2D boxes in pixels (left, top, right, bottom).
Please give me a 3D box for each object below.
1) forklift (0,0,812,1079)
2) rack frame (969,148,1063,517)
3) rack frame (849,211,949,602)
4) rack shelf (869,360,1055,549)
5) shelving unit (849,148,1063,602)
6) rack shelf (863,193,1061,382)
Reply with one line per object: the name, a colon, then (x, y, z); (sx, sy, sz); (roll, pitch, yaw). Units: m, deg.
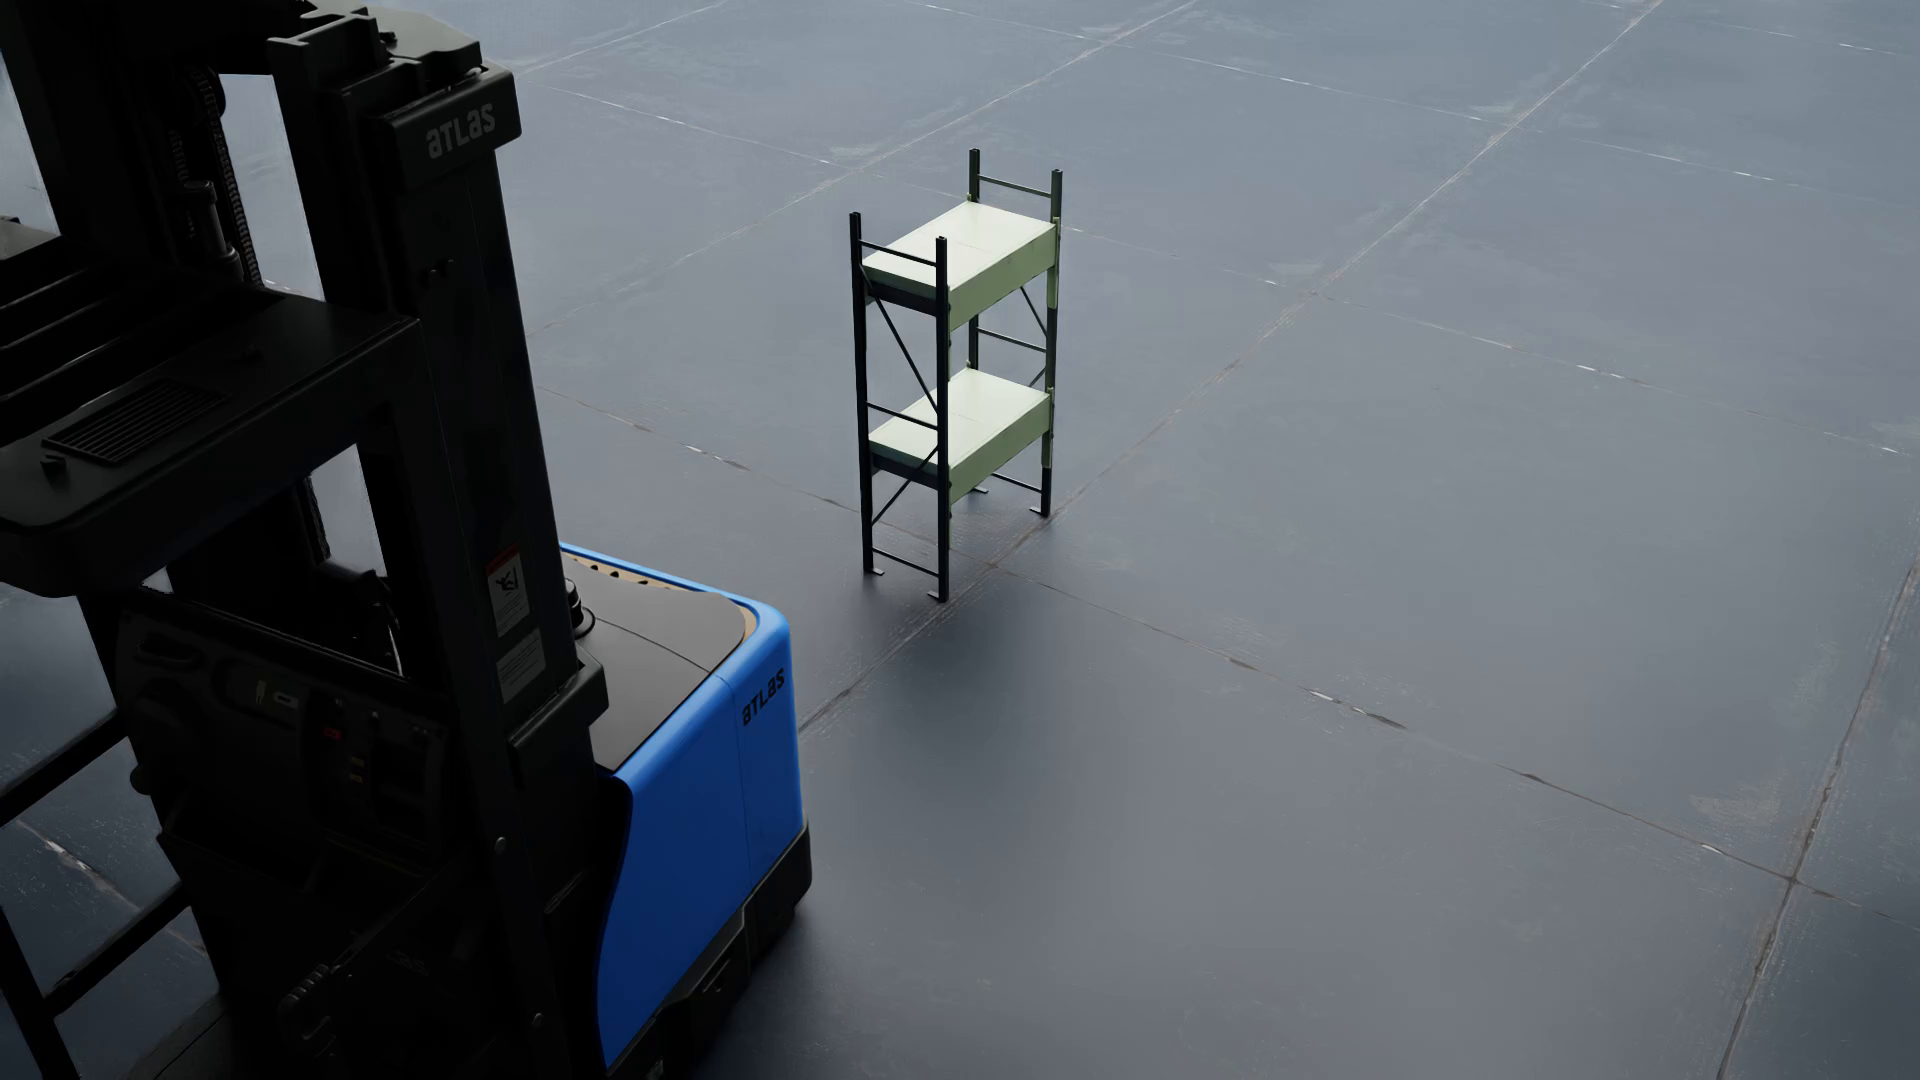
forklift: (-1.553, 0.489, 3.411); (1.130, 2.935, 3.031); (15, 37, 21)
rack frame: (0.205, -0.787, 6.574); (0.400, 1.500, 0.023); (21, 39, 28)
rack frame: (-0.212, -0.450, 6.076); (0.400, 1.500, 0.023); (21, 39, 28)
rack shelf: (-0.004, -0.348, 6.508); (0.431, 0.370, 0.720); (21, 39, 28)
shelving unit: (-0.004, -0.618, 6.325); (0.431, 1.500, 0.755); (21, 39, 28)
rack shelf: (-0.004, -0.941, 6.107); (0.431, 0.370, 0.720); (21, 39, 28)
